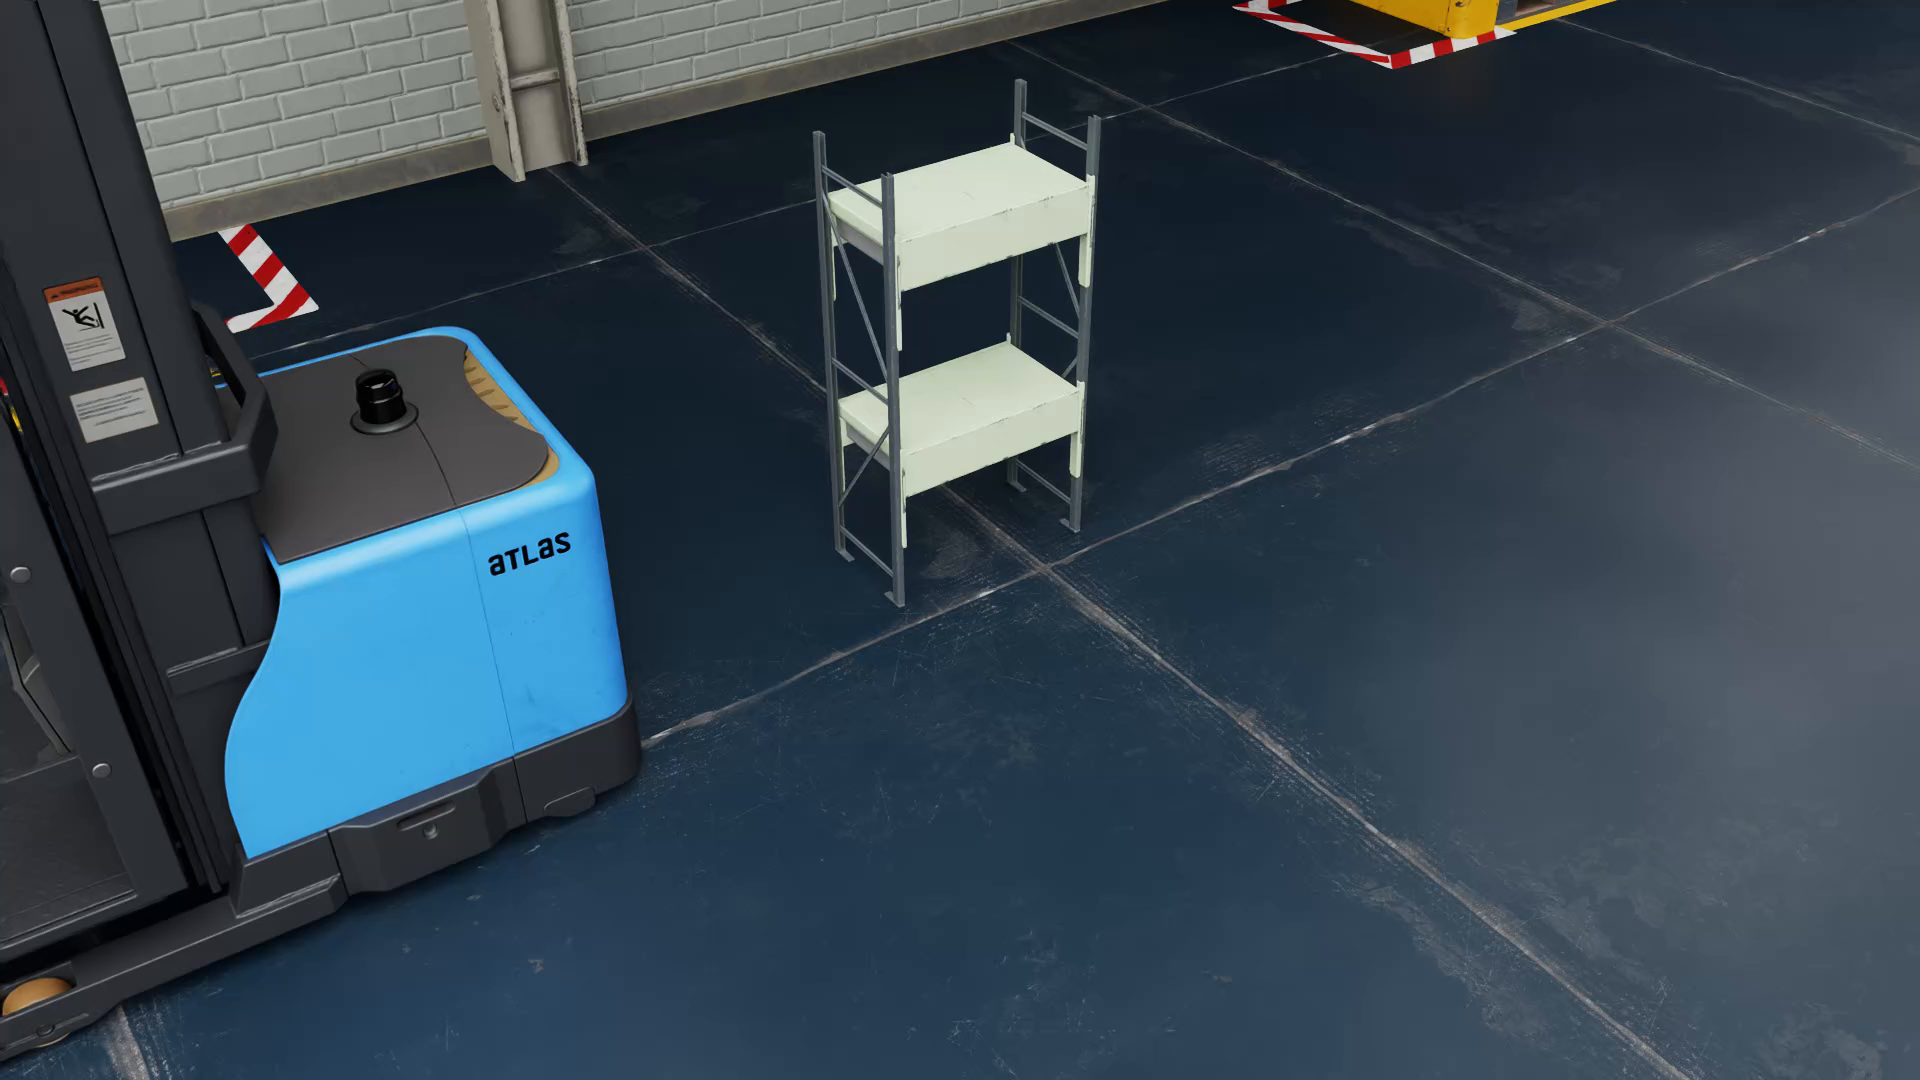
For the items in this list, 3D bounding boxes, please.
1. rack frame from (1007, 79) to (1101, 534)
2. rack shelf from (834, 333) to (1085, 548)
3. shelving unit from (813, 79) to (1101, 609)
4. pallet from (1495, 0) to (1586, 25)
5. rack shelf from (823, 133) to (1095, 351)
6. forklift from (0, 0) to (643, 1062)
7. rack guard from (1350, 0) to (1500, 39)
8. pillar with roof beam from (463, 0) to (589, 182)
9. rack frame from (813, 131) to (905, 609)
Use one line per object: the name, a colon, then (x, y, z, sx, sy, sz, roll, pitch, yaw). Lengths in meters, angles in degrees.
rack frame: (0.294, -0.730, 5.480, 0.023, 1.500, 0.400, -22, 41, -28)
rack shelf: (-0.005, -0.342, 5.499, 0.720, 0.370, 0.431, -22, 41, -28)
shelving unit: (-0.005, -0.607, 5.309, 0.755, 1.500, 0.431, -22, 41, -28)
pallet: (3.457, -3.642, 10.633, 1.213, 0.211, 1.003, -22, 41, -28)
rack shelf: (-0.005, -0.923, 5.081, 0.720, 0.370, 0.431, -22, 41, -28)
forklift: (-2.422, -0.252, 3.591, 3.031, 2.935, 1.130, -21, 41, -26)
rack guard: (2.772, -3.503, 10.192, 0.348, 0.500, 1.175, -22, 41, -28)
pillar with roof beam: (0.360, -3.503, 2.914, 0.400, 9.000, 9.100, -22, 41, -28)
rack frame: (-0.305, -0.484, 5.138, 0.023, 1.500, 0.400, -22, 41, -28)
